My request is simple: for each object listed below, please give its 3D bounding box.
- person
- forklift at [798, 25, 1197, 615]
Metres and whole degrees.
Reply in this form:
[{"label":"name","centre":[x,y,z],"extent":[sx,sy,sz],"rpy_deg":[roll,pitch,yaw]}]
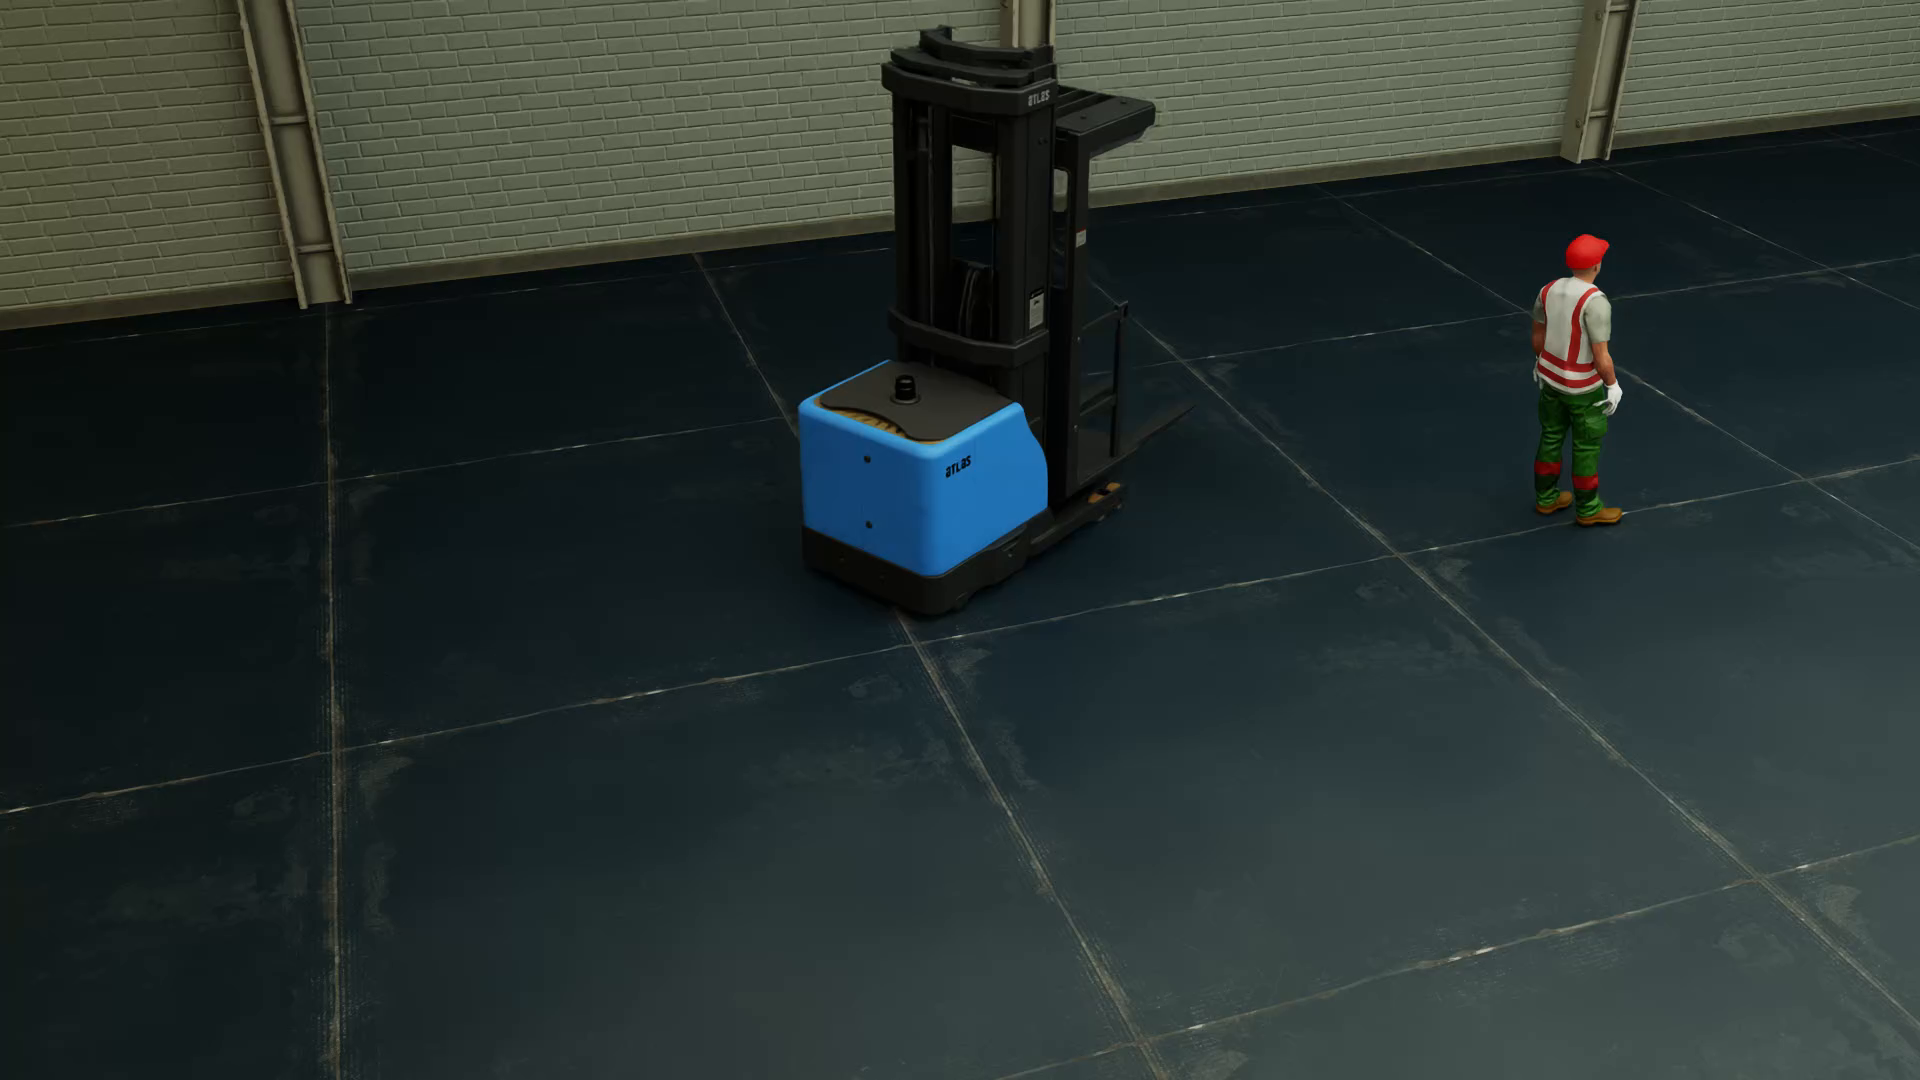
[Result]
[{"label":"person","centre":[3.705,-0.966,9.897],"extent":[0.563,1.788,0.638],"rpy_deg":[-14,33,-23]},{"label":"forklift","centre":[0.395,-1.526,9.739],"extent":[1.130,2.935,3.031],"rpy_deg":[22,36,33]}]
